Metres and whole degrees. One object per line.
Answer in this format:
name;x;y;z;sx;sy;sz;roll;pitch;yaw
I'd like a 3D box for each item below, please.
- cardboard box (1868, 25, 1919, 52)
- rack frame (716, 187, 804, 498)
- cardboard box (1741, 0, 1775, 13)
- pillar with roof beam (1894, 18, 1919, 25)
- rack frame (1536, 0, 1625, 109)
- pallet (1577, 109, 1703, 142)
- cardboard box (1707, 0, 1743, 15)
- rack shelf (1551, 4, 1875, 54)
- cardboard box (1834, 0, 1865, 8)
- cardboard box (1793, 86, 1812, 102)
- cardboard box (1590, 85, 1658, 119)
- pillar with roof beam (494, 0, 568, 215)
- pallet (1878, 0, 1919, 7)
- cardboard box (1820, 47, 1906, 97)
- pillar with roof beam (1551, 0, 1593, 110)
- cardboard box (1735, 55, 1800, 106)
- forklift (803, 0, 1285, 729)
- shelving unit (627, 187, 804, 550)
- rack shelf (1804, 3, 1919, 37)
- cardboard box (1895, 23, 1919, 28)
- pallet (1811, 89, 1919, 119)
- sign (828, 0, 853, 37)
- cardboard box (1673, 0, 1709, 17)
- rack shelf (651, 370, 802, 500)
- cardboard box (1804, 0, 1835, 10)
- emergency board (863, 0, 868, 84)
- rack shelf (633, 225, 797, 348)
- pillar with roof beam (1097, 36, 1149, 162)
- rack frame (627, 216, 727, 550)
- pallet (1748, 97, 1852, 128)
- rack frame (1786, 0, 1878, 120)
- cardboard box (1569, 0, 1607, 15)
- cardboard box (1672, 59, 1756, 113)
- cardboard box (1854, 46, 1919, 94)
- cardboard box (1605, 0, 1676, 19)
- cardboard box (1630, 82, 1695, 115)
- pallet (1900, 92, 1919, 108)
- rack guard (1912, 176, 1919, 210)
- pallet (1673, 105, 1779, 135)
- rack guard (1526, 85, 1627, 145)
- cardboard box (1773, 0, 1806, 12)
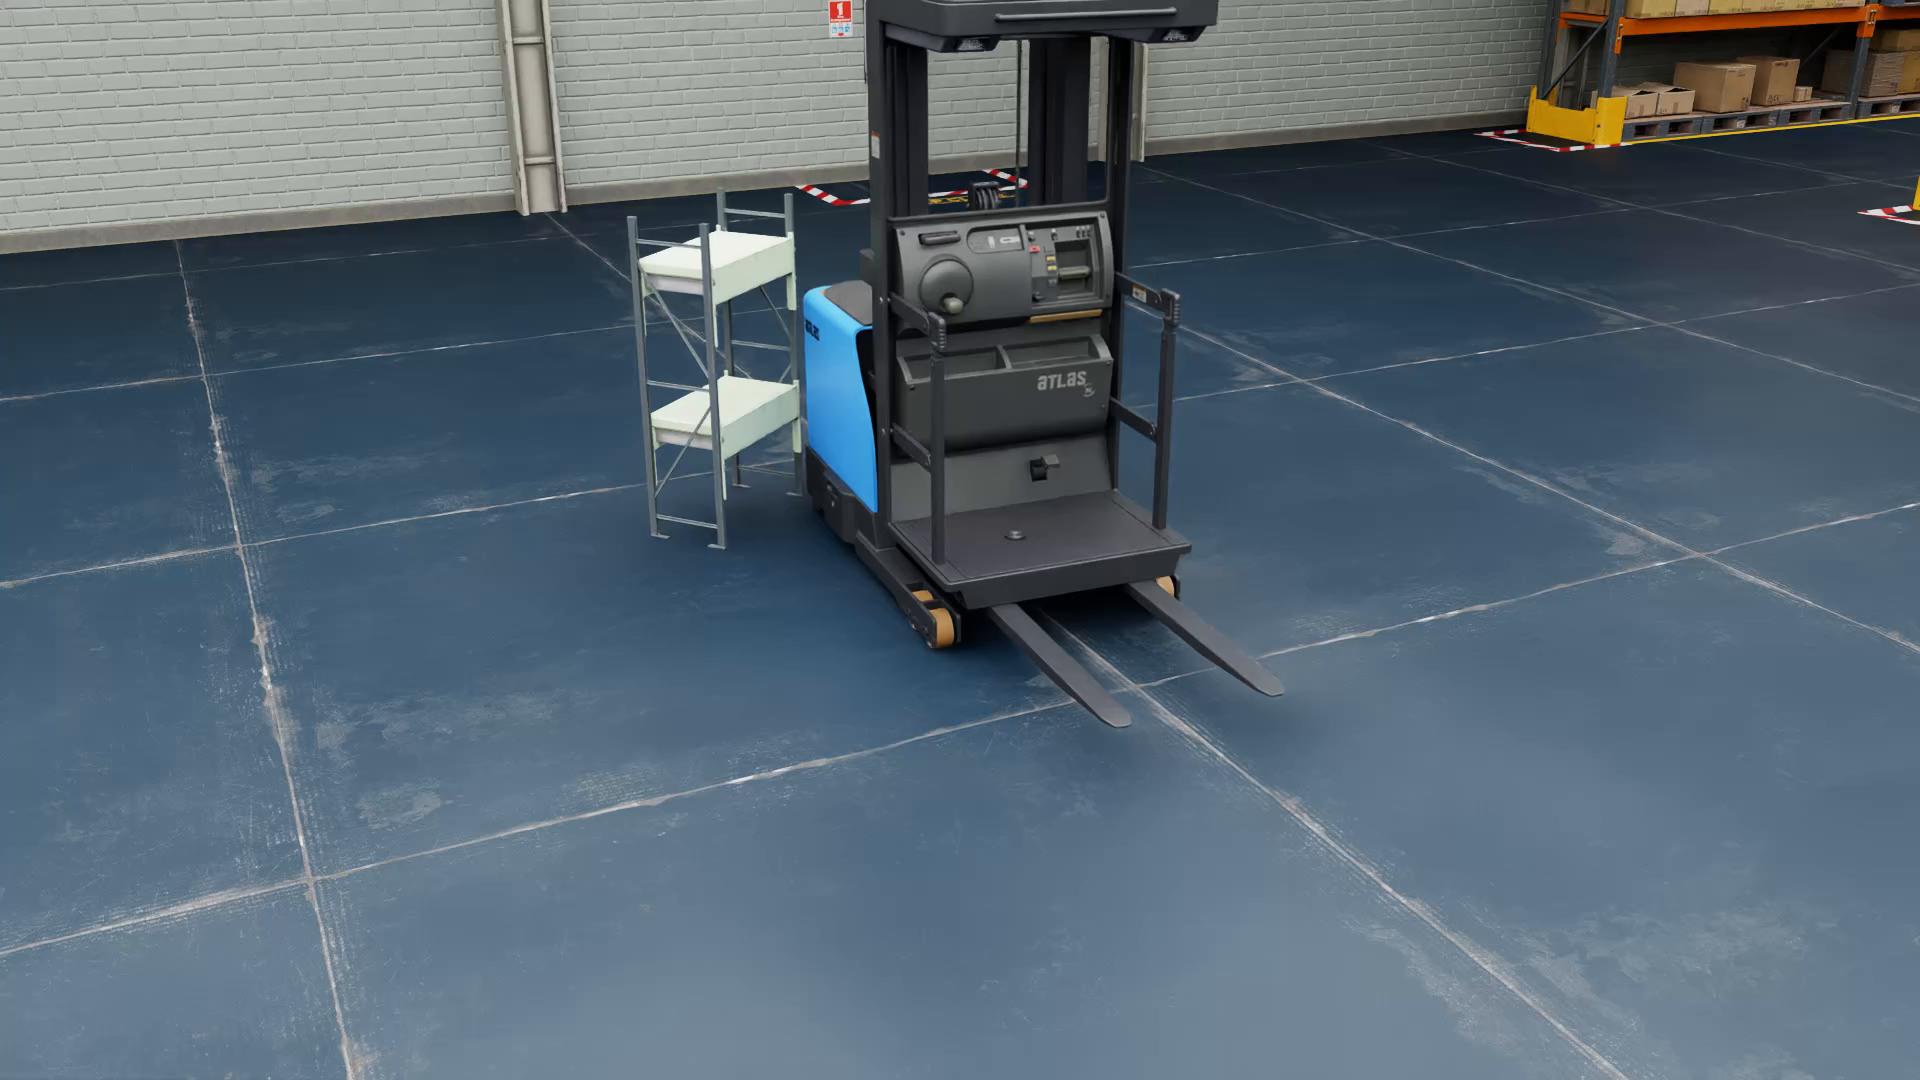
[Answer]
cardboard box;11.473;-6.169;20.443;0.500;0.250;0.500;-11;25;-25
rack frame;-0.963;-0.938;8.055;0.400;1.500;0.023;10;24;22
cardboard box;8.774;-6.076;18.677;0.500;0.250;0.500;-10;25;-23
pillar with roof beam;14.346;-8.606;16.775;0.400;9.000;9.100;-10;25;-24
rack frame;6.817;-5.908;18.102;0.127;3.000;1.000;-10;25;-24
pallet;7.633;-4.755;18.961;1.213;0.211;1.003;-10;25;-24
cardboard box;8.318;-5.993;18.477;0.500;0.250;0.500;-11;25;-24
rack shelf;8.619;-5.908;19.041;4.000;0.370;1.077;-10;25;-24
cardboard box;10.126;-6.329;19.287;0.500;0.250;0.500;-10;25;-23
cardboard box;9.952;-5.367;19.923;0.250;0.166;0.380;-14;26;-30
cardboard box;7.480;-4.953;18.734;0.500;0.311;0.500;-14;26;-30
pillar with roof beam;-1.873;-5.620;9.562;0.400;9.000;9.100;-10;25;-24
pallet;11.173;-6.560;19.926;1.213;0.211;1.003;-10;25;-24
cardboard box;11.077;-5.748;20.407;0.500;0.500;0.700;-10;24;-22
pillar with roof beam;8.940;-7.611;14.371;0.400;9.000;9.100;-10;25;-24
cardboard box;9.504;-5.434;19.649;0.500;0.500;0.500;-12;26;-28
forklift;0.272;-1.097;6.569;1.130;2.935;3.031;-9;24;-20
shelving unit;-1.111;-0.810;7.745;0.431;1.500;0.755;10;24;22
rack shelf;12.223;-6.571;20.643;4.000;0.370;1.077;-10;25;-24
cardboard box;11.940;-6.256;20.655;0.500;0.250;0.500;-11;25;-25
pallet;11.122;-5.413;20.551;1.213;0.211;1.003;-10;25;-24
sign;-1.120;-4.891;15.597;0.234;0.329;0.001;-10;25;-24
cardboard box;7.856;-5.911;18.278;0.500;0.250;0.500;-11;25;-25
rack shelf;-1.111;-0.509;7.870;0.431;0.370;0.720;10;24;22
cardboard box;9.674;-6.249;19.094;0.500;0.250;0.500;-10;25;-23
emergency board;-0.577;-4.931;15.739;0.643;1.169;0.194;-10;25;-24
rack shelf;-1.110;-1.171;7.596;0.431;0.370;0.720;10;24;22
pillar with roof beam;3.533;-6.616;11.966;0.400;9.000;9.100;-10;25;-24
rack frame;-1.258;-0.682;7.436;0.400;1.500;0.023;10;24;22
pallet;9.832;-5.160;19.939;1.213;0.211;1.003;-10;25;-24
rack frame;10.421;-6.572;19.704;0.127;3.000;1.000;-10;25;-24
cardboard box;7.154;-5.993;18.475;0.500;0.250;0.500;-10;25;-23
cardboard box;8.676;-5.239;19.179;0.500;0.500;0.700;-12;25;-27
cardboard box;11.521;-5.851;20.656;0.500;0.500;0.700;-11;25;-25
cardboard box;7.395;-5.820;18.058;0.500;0.250;0.500;-11;25;-25
cardboard box;7.993;-5.048;18.962;0.500;0.311;0.500;-8;24;-19
pallet;12.223;-5.617;21.043;1.213;0.211;1.003;-10;25;-24
rack guard;8.947;-3.043;14.447;0.348;0.500;1.175;-10;25;-24
pallet;8.731;-4.956;19.447;1.213;0.211;1.003;-10;25;-24
rack guard;6.886;-4.766;18.610;0.348;0.500;1.175;-10;25;-24
cardboard box;9.227;-6.160;18.880;0.500;0.250;0.500;-11;25;-24
